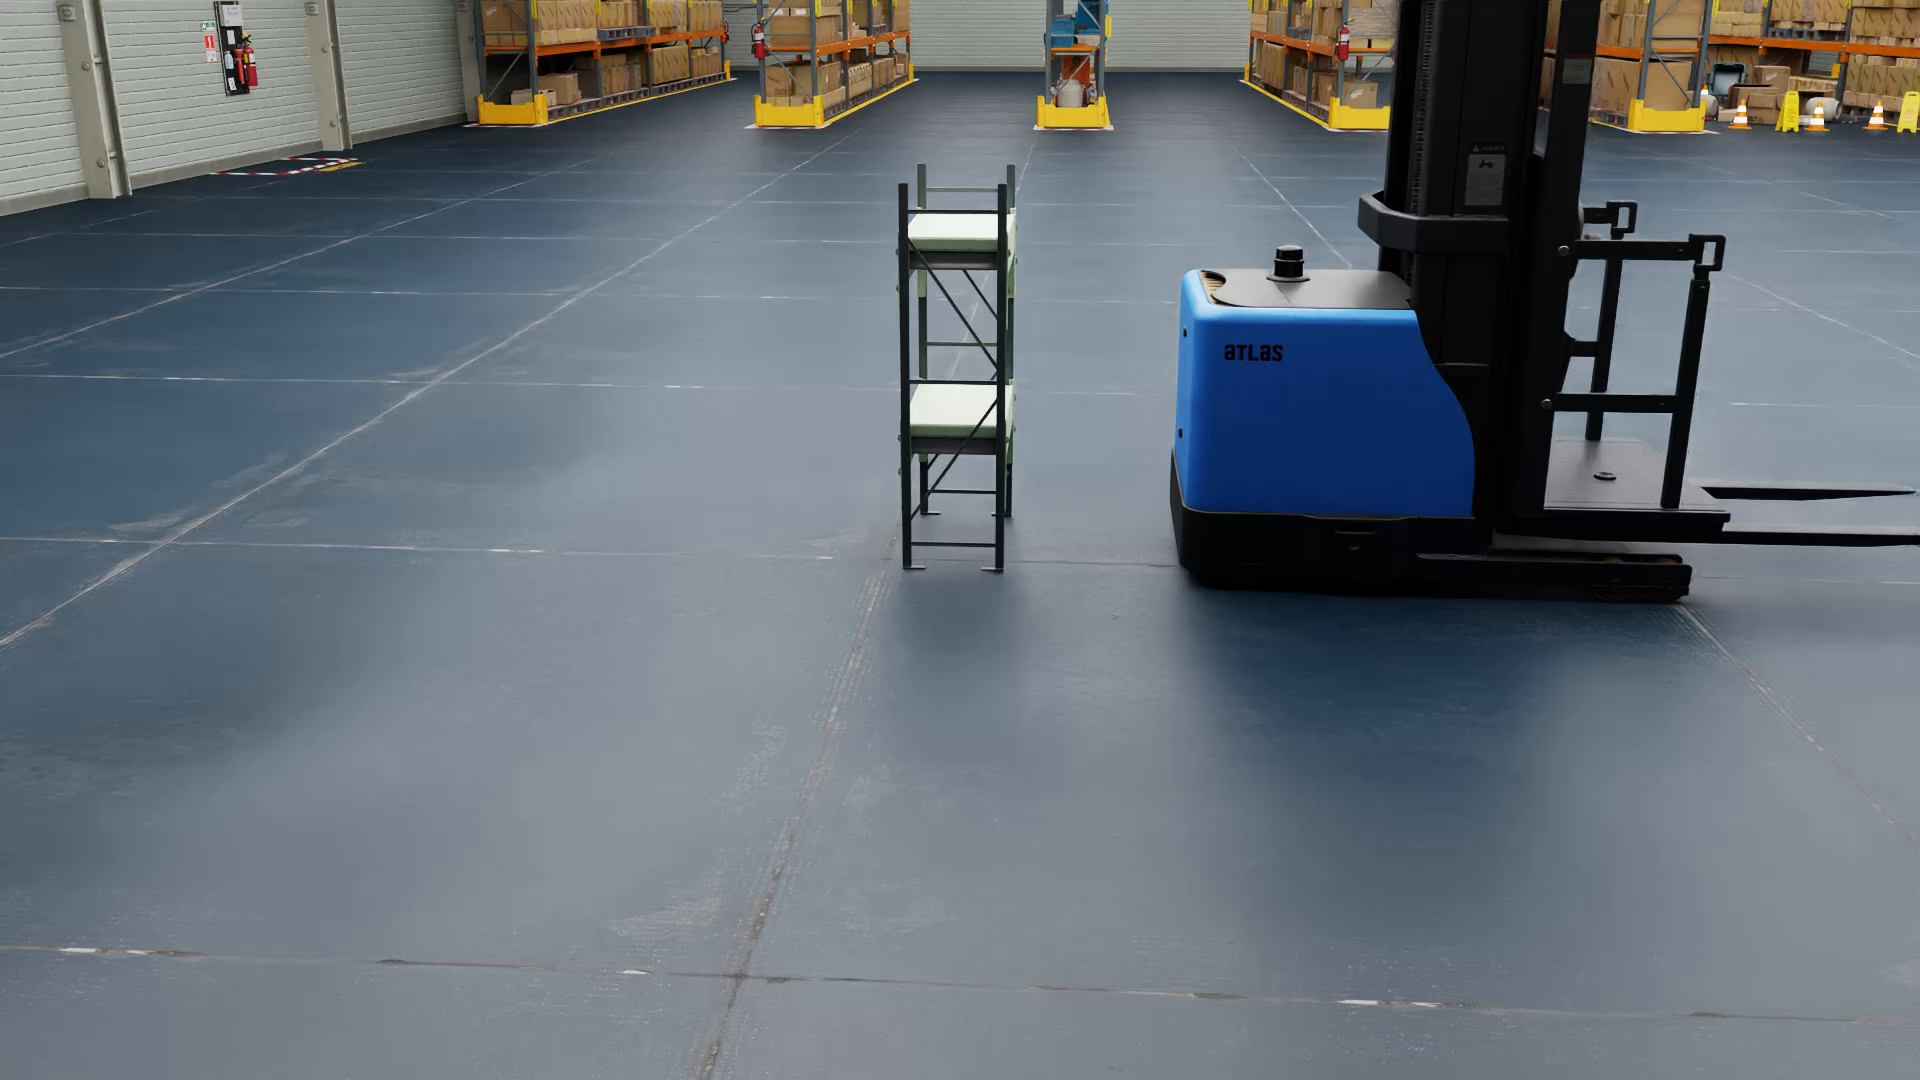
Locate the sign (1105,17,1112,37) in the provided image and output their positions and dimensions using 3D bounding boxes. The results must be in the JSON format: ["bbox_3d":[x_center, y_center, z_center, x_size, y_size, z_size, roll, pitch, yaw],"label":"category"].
[{"bbox_3d":[2.513,-8.690,28.181,0.100,0.325,0.005,1,18,4],"label":"sign"}]

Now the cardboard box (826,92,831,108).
[{"bbox_3d":[-2.647,-8.049,30.410,0.500,0.250,0.500,1,18,4],"label":"cardboard box"}]

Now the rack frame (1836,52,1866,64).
[{"bbox_3d":[22.887,-13.100,42.083,1.000,3.000,0.127,1,18,4],"label":"rack frame"}]

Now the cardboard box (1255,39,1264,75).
[{"bbox_3d":[8.086,-12.420,42.747,0.875,0.875,0.875,1,18,4],"label":"cardboard box"}]

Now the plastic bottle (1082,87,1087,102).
[{"bbox_3d":[2.329,-8.458,31.586,0.152,0.276,0.135,1,18,4],"label":"plastic bottle"}]

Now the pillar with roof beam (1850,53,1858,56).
[{"bbox_3d":[19.686,-16.864,43.937,9.100,9.000,0.400,1,18,4],"label":"pillar with roof beam"}]

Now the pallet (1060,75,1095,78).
[{"bbox_3d":[2.924,-11.583,41.933,1.003,0.211,1.213,1,18,4],"label":"pallet"}]

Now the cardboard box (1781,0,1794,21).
[{"bbox_3d":[17.069,-10.816,33.803,0.500,0.500,0.500,2,18,7],"label":"cardboard box"}]

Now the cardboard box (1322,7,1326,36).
[{"bbox_3d":[7.091,-9.442,30.283,0.875,0.500,0.500,1,18,4],"label":"cardboard box"}]

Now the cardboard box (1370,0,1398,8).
[{"bbox_3d":[7.216,-9.290,28.213,0.500,0.500,0.500,1,18,4],"label":"cardboard box"}]

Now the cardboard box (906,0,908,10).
[{"bbox_3d":[-1.622,-13.874,42.681,0.500,0.500,0.500,2,18,5],"label":"cardboard box"}]

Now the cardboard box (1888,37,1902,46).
[{"bbox_3d":[16.642,-8.796,29.354,0.380,0.149,0.250,1,18,4],"label":"cardboard box"}]

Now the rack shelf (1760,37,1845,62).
[{"bbox_3d":[17.219,-9.762,33.052,1.077,0.370,4.000,1,18,4],"label":"rack shelf"}]

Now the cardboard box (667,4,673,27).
[{"bbox_3d":[-6.940,-12.099,38.361,0.500,0.500,0.500,2,18,5],"label":"cardboard box"}]

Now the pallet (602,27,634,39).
[{"bbox_3d":[-7.445,-10.571,34.674,1.003,0.211,1.213,1,18,4],"label":"pallet"}]

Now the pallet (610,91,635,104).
[{"bbox_3d":[-7.491,-9.332,35.063,1.003,0.211,1.213,1,18,4],"label":"pallet"}]

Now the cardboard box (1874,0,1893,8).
[{"bbox_3d":[16.707,-9.701,29.467,0.700,0.500,0.500,1,18,3],"label":"cardboard box"}]

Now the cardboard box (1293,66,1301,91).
[{"bbox_3d":[7.450,-9.758,35.195,0.700,0.500,0.500,0,18,1],"label":"cardboard box"}]

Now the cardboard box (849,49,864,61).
[{"bbox_3d":[-2.500,-11.177,38.319,0.500,0.250,0.500,1,18,3],"label":"cardboard box"}]

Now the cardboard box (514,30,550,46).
[{"bbox_3d":[-7.565,-8.876,29.401,0.500,0.250,0.500,1,18,2],"label":"cardboard box"}]

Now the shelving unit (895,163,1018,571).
[{"bbox_3d":[0.000,-0.711,6.683,0.431,1.500,0.755,1,18,4],"label":"shelving unit"}]

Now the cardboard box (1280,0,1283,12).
[{"bbox_3d":[7.667,-12.301,37.874,0.797,0.503,0.637,1,18,5],"label":"cardboard box"}]

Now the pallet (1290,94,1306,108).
[{"bbox_3d":[7.331,-9.000,34.051,1.003,0.211,1.213,1,18,4],"label":"pallet"}]

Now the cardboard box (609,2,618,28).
[{"bbox_3d":[-7.496,-10.828,34.283,0.700,0.500,0.500,4,19,11],"label":"cardboard box"}]

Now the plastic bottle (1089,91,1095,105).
[{"bbox_3d":[2.405,-8.040,30.319,0.097,0.271,0.097,0,18,0],"label":"plastic bottle"}]

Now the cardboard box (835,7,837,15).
[{"bbox_3d":[-2.531,-10.034,31.526,0.380,0.149,0.250,1,18,2],"label":"cardboard box"}]

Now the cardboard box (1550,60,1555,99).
[{"bbox_3d":[12.086,-8.887,32.165,1.050,0.750,0.750,1,18,4],"label":"cardboard box"}]

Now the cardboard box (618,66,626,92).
[{"bbox_3d":[-7.503,-9.762,35.204,0.700,0.500,0.500,1,18,4],"label":"cardboard box"}]

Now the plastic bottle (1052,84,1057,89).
[{"bbox_3d":[1.780,-8.523,31.664,0.144,0.351,0.185,2,18,5],"label":"plastic bottle"}]

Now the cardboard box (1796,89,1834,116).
[{"bbox_3d":[15.642,-7.993,30.510,0.500,0.500,0.500,17,25,41],"label":"cardboard box"}]

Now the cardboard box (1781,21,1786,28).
[{"bbox_3d":[17.035,-10.537,33.992,0.380,0.149,0.250,0,18,0],"label":"cardboard box"}]

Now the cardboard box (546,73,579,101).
[{"bbox_3d":[-7.665,-8.733,32.066,0.500,0.500,0.500,0,18,0],"label":"cardboard box"}]

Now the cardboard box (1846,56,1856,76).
[{"bbox_3d":[22.749,-11.925,41.834,0.797,0.503,0.637,1,18,2],"label":"cardboard box"}]

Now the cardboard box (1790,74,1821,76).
[{"bbox_3d":[17.312,-9.500,34.644,0.950,0.372,0.625,0,18,0],"label":"cardboard box"}]

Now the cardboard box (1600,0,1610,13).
[{"bbox_3d":[11.971,-9.694,29.715,0.875,0.550,0.550,1,18,4],"label":"cardboard box"}]

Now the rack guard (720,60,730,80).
[{"bbox_3d":[-6.768,-12.582,44.518,1.175,0.500,0.348,1,18,4],"label":"rack guard"}]

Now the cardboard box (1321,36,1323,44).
[{"bbox_3d":[6.811,-9.135,30.388,0.380,0.149,0.250,1,18,4],"label":"cardboard box"}]

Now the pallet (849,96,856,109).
[{"bbox_3d":[-2.675,-8.830,33.533,1.003,0.211,1.213,1,18,4],"label":"pallet"}]

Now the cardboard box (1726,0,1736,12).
[{"bbox_3d":[17.253,-11.884,36.608,0.500,0.500,0.500,1,18,3],"label":"cardboard box"}]

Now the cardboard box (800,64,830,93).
[{"bbox_3d":[-2.658,-8.405,30.294,0.500,0.500,0.500,1,18,4],"label":"cardboard box"}]

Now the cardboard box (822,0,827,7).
[{"bbox_3d":[-2.822,-9.984,30.332,0.700,0.500,0.500,1,18,4],"label":"cardboard box"}]

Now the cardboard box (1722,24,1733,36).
[{"bbox_3d":[17.221,-11.290,36.803,0.500,0.250,0.500,1,18,3],"label":"cardboard box"}]

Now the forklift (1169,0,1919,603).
[{"bbox_3d":[2.389,-1.330,6.275,3.031,2.935,1.130,1,18,4],"label":"forklift"}]

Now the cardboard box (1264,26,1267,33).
[{"bbox_3d":[7.460,-12.171,39.652,0.380,0.149,0.250,1,18,4],"label":"cardboard box"}]

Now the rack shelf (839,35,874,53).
[{"bbox_3d":[-2.546,-10.205,34.405,1.077,0.370,4.000,1,18,4],"label":"rack shelf"}]

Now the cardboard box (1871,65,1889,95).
[{"bbox_3d":[16.699,-8.227,29.750,0.500,0.500,0.500,2,18,7],"label":"cardboard box"}]

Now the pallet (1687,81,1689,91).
[{"bbox_3d":[17.782,-10.876,39.776,1.003,0.211,1.213,1,18,4],"label":"pallet"}]

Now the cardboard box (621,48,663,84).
[{"bbox_3d":[-7.160,-10.681,37.480,0.750,0.750,0.750,1,18,3],"label":"cardboard box"}]

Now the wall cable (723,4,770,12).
[{"bbox_3d":[-6.008,-16.886,48.992,3.097,2.526,0.112,1,18,4],"label":"wall cable"}]

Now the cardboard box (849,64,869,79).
[{"bbox_3d":[-2.225,-9.998,35.458,0.500,0.311,0.500,1,18,3],"label":"cardboard box"}]

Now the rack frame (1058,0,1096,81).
[{"bbox_3d":[2.825,-12.299,39.639,1.000,3.000,0.127,1,18,4],"label":"rack frame"}]

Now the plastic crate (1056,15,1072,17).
[{"bbox_3d":[2.117,-10.592,34.327,0.402,0.464,0.583,1,18,4],"label":"plastic crate"}]
